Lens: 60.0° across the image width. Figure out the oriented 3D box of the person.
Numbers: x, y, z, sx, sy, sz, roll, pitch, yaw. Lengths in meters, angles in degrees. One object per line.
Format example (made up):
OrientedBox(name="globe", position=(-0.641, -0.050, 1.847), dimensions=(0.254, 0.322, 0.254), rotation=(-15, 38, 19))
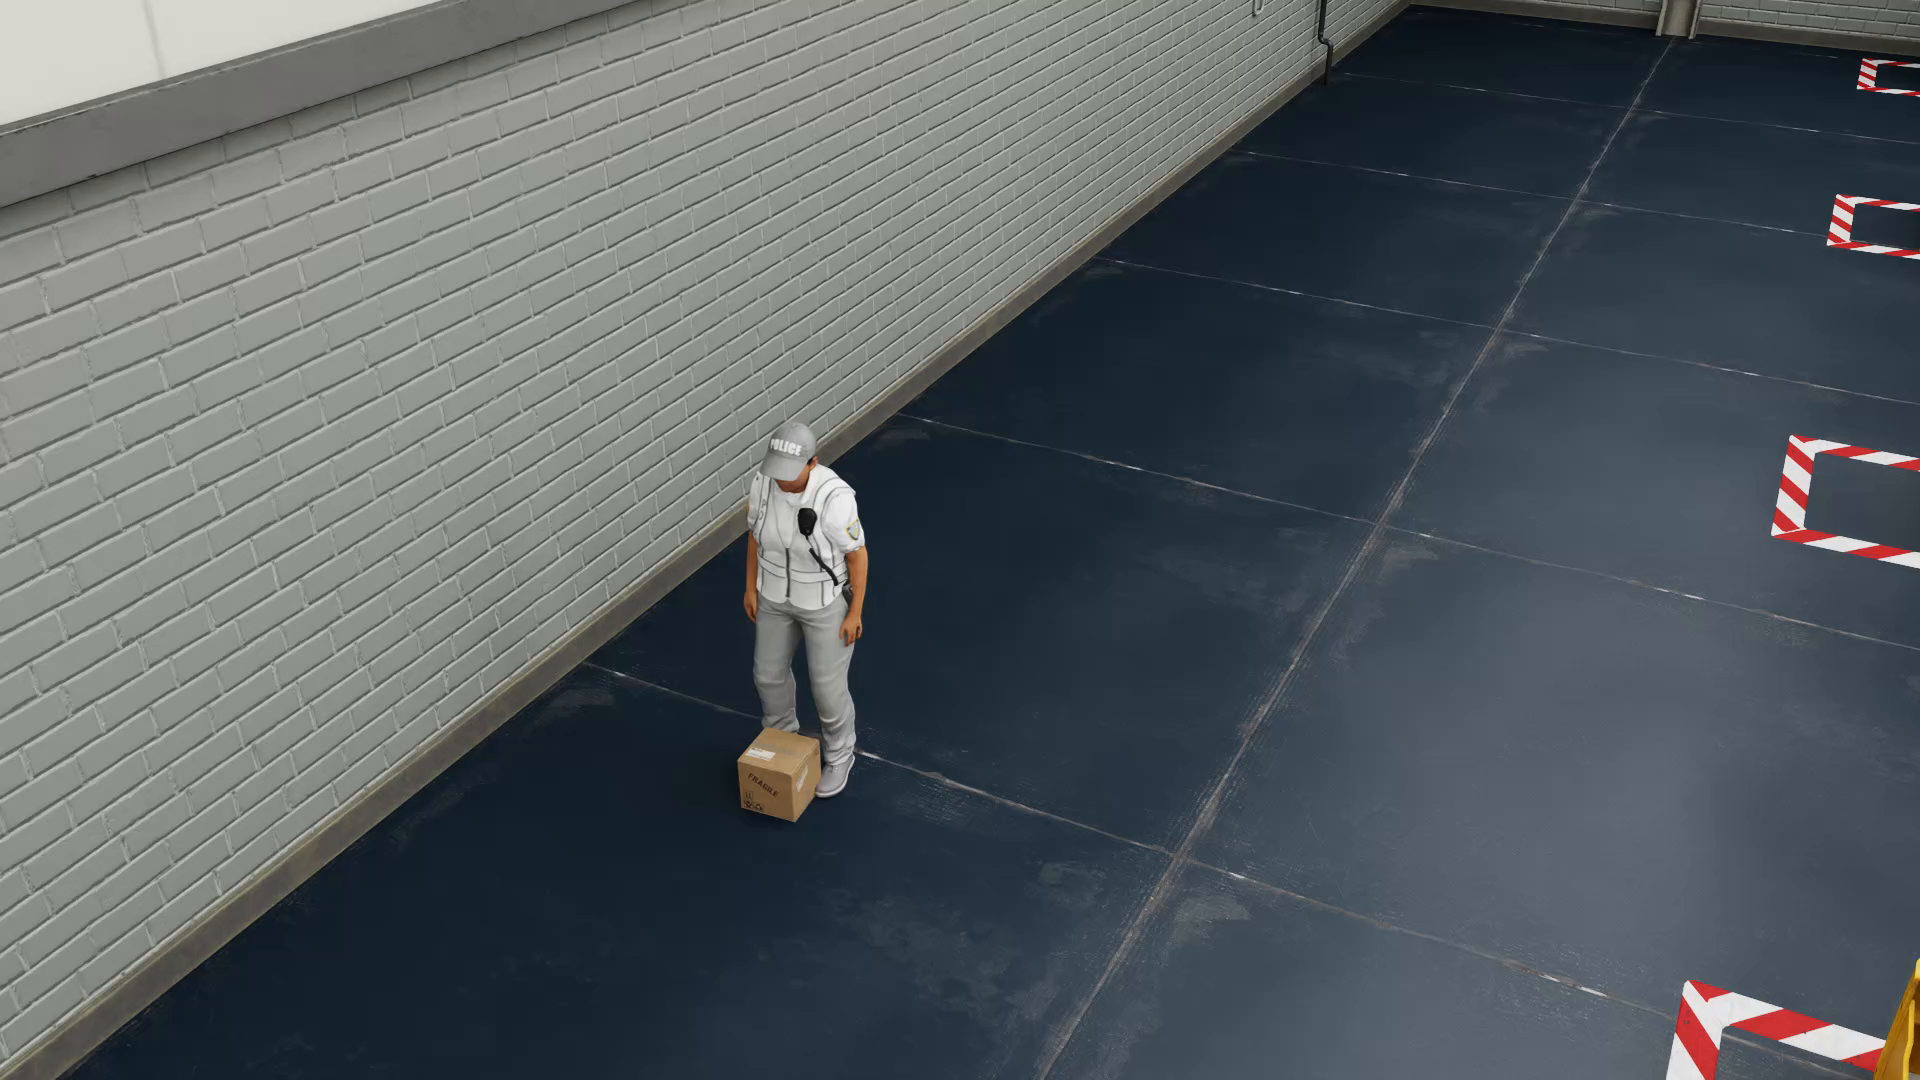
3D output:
OrientedBox(name="person", position=(-0.644, 0.255, 6.687), dimensions=(0.559, 1.665, 0.469), rotation=(12, 32, 20))
